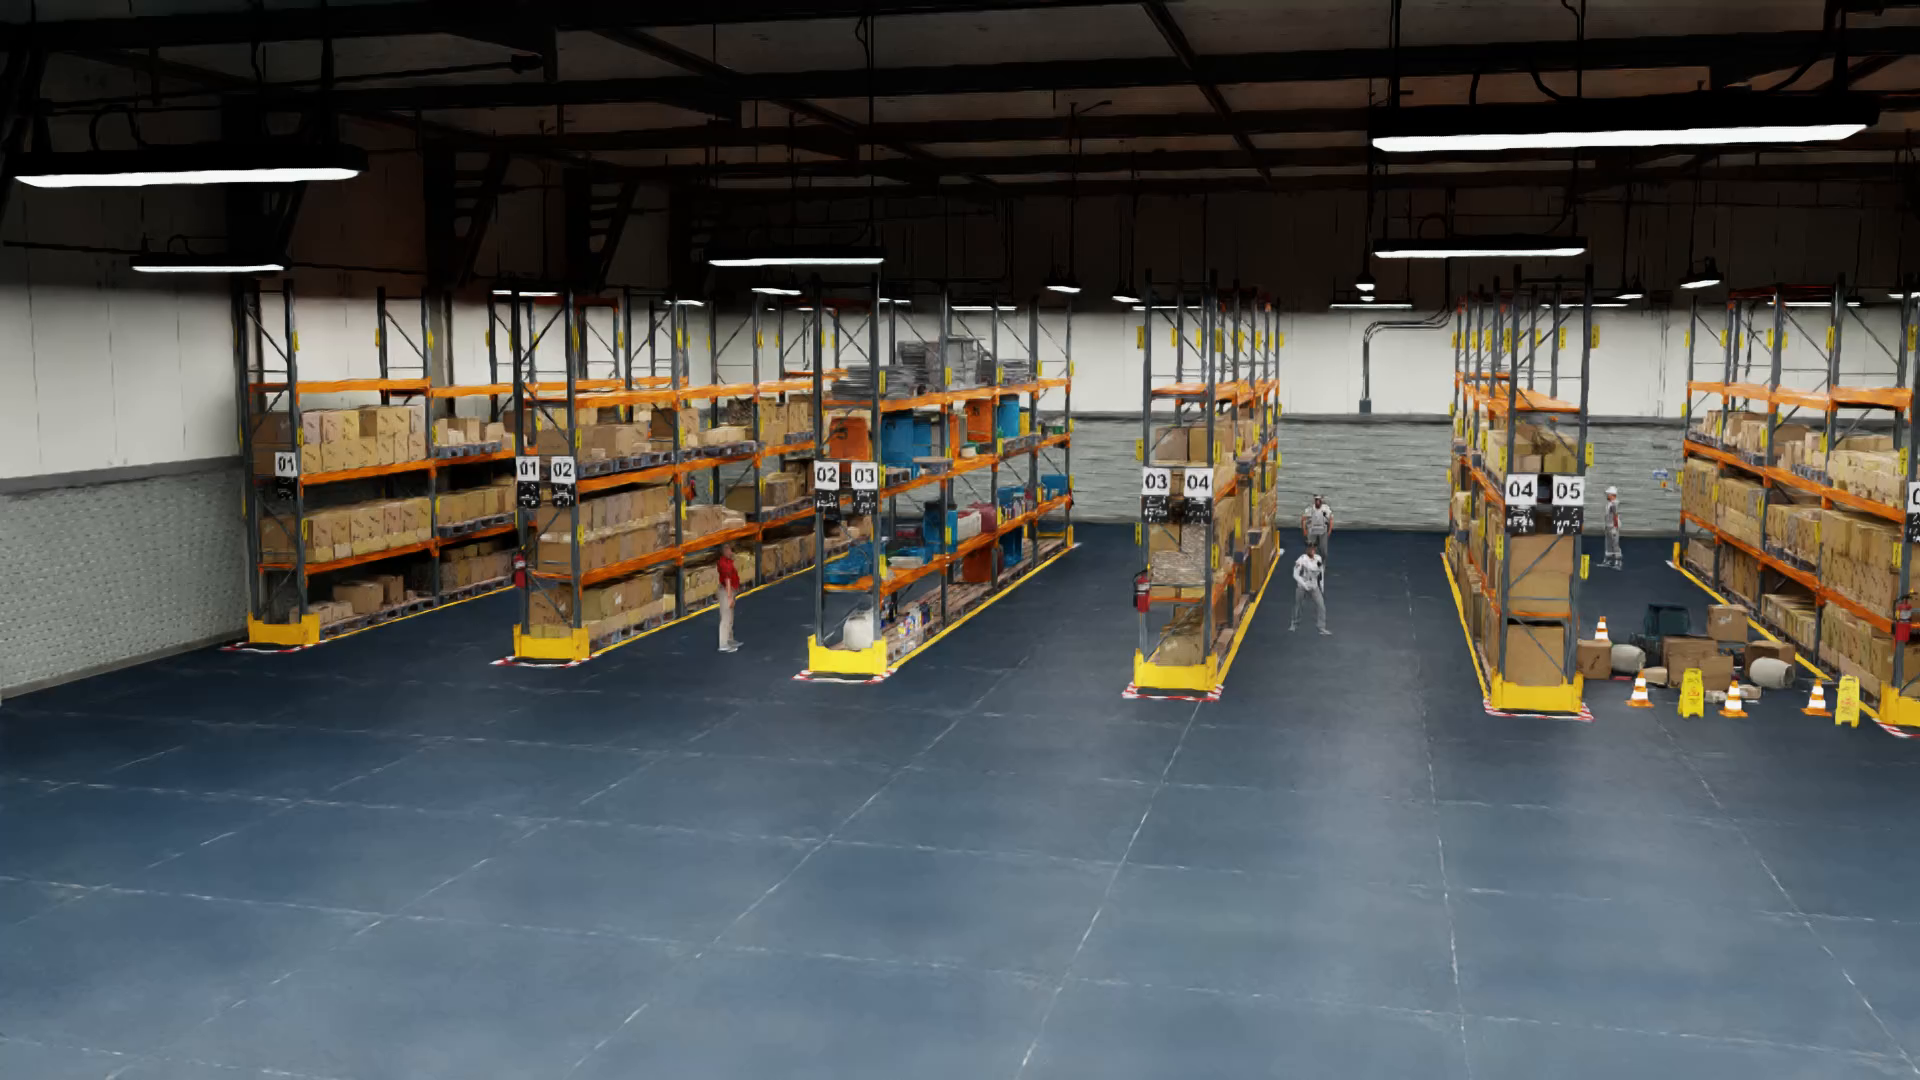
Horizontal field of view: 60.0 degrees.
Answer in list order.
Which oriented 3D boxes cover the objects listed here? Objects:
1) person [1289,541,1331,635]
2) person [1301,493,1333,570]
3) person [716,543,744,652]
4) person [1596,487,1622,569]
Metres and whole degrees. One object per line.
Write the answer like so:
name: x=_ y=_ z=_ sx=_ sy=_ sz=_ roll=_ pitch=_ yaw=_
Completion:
person: x=5.968 y=0.794 z=28.439 sx=0.639 sy=1.606 sz=0.807 roll=0 pitch=7 yaw=-2
person: x=7.769 y=-0.182 z=36.215 sx=0.659 sy=1.715 sz=0.542 roll=1 pitch=7 yaw=12
person: x=-3.721 y=0.909 z=26.931 sx=0.451 sy=1.733 sz=0.593 roll=-2 pitch=7 yaw=-15
person: x=14.315 y=-0.276 z=36.564 sx=0.484 sy=1.787 sz=0.622 roll=1 pitch=7 yaw=10
